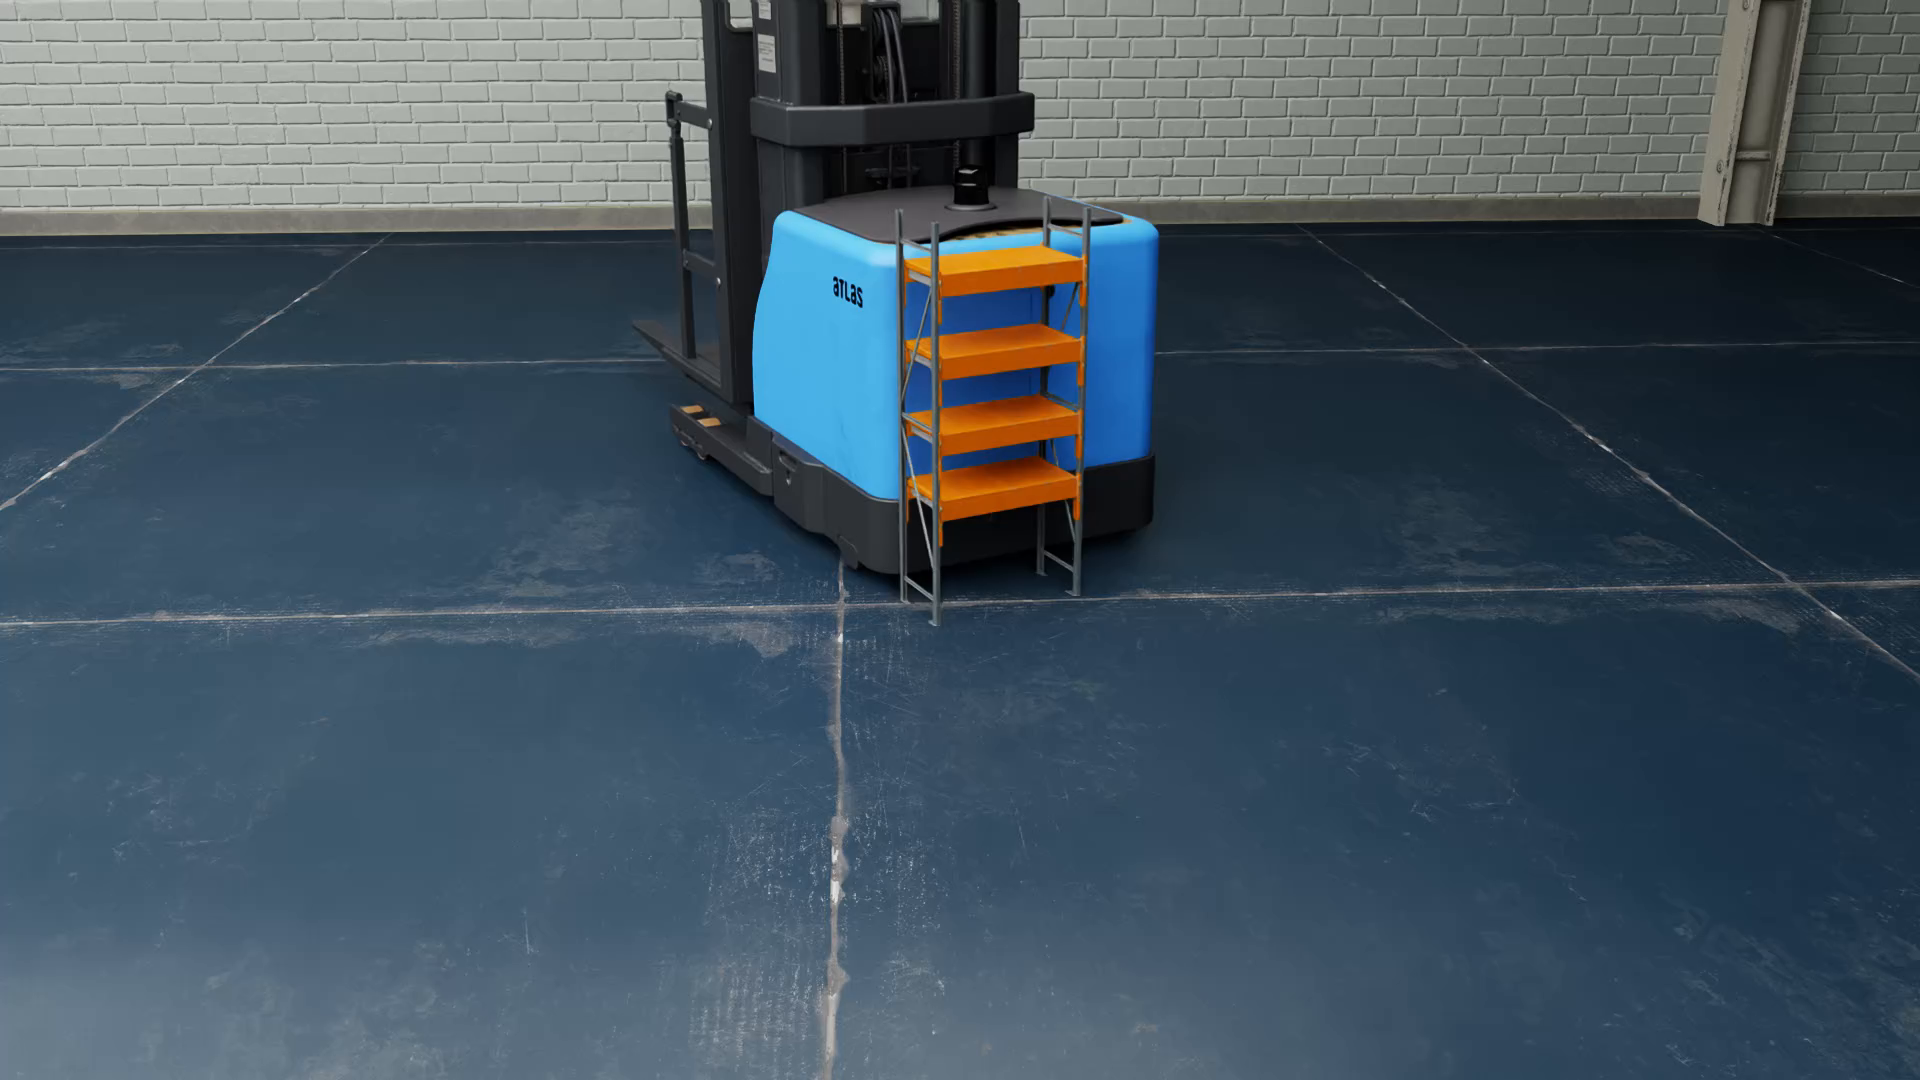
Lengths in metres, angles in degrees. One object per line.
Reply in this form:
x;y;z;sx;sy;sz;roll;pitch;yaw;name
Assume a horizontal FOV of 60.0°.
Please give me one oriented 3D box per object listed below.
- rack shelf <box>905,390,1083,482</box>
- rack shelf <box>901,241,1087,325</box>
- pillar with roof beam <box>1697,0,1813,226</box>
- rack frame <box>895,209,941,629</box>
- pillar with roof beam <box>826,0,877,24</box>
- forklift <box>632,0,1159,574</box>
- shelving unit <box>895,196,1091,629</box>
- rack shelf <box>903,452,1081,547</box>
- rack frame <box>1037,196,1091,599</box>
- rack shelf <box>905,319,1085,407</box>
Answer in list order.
0.095;-0.314;4.949;0.480;0.148;0.258;-11;23;-26;rack shelf
0.095;-0.744;4.784;0.480;0.148;0.258;-11;23;-26;rack shelf
5.511;-4.842;5.693;0.400;9.000;9.100;-1;21;-3;pillar with roof beam
-0.120;-0.336;4.817;0.015;1.200;0.240;-11;23;-26;rack frame
-0.479;-4.721;5.372;0.400;9.000;9.100;-1;21;-3;pillar with roof beam
-0.493;-1.745;6.086;1.130;2.935;3.031;-11;23;-26;forklift
0.095;-0.377;4.925;0.503;1.200;0.258;-11;23;-26;shelving unit
0.095;-0.129;5.019;0.480;0.148;0.258;-11;23;-26;rack shelf
0.310;-0.418;5.033;0.015;1.200;0.240;-11;23;-26;rack frame
0.095;-0.523;4.869;0.480;0.148;0.258;-11;23;-26;rack shelf
